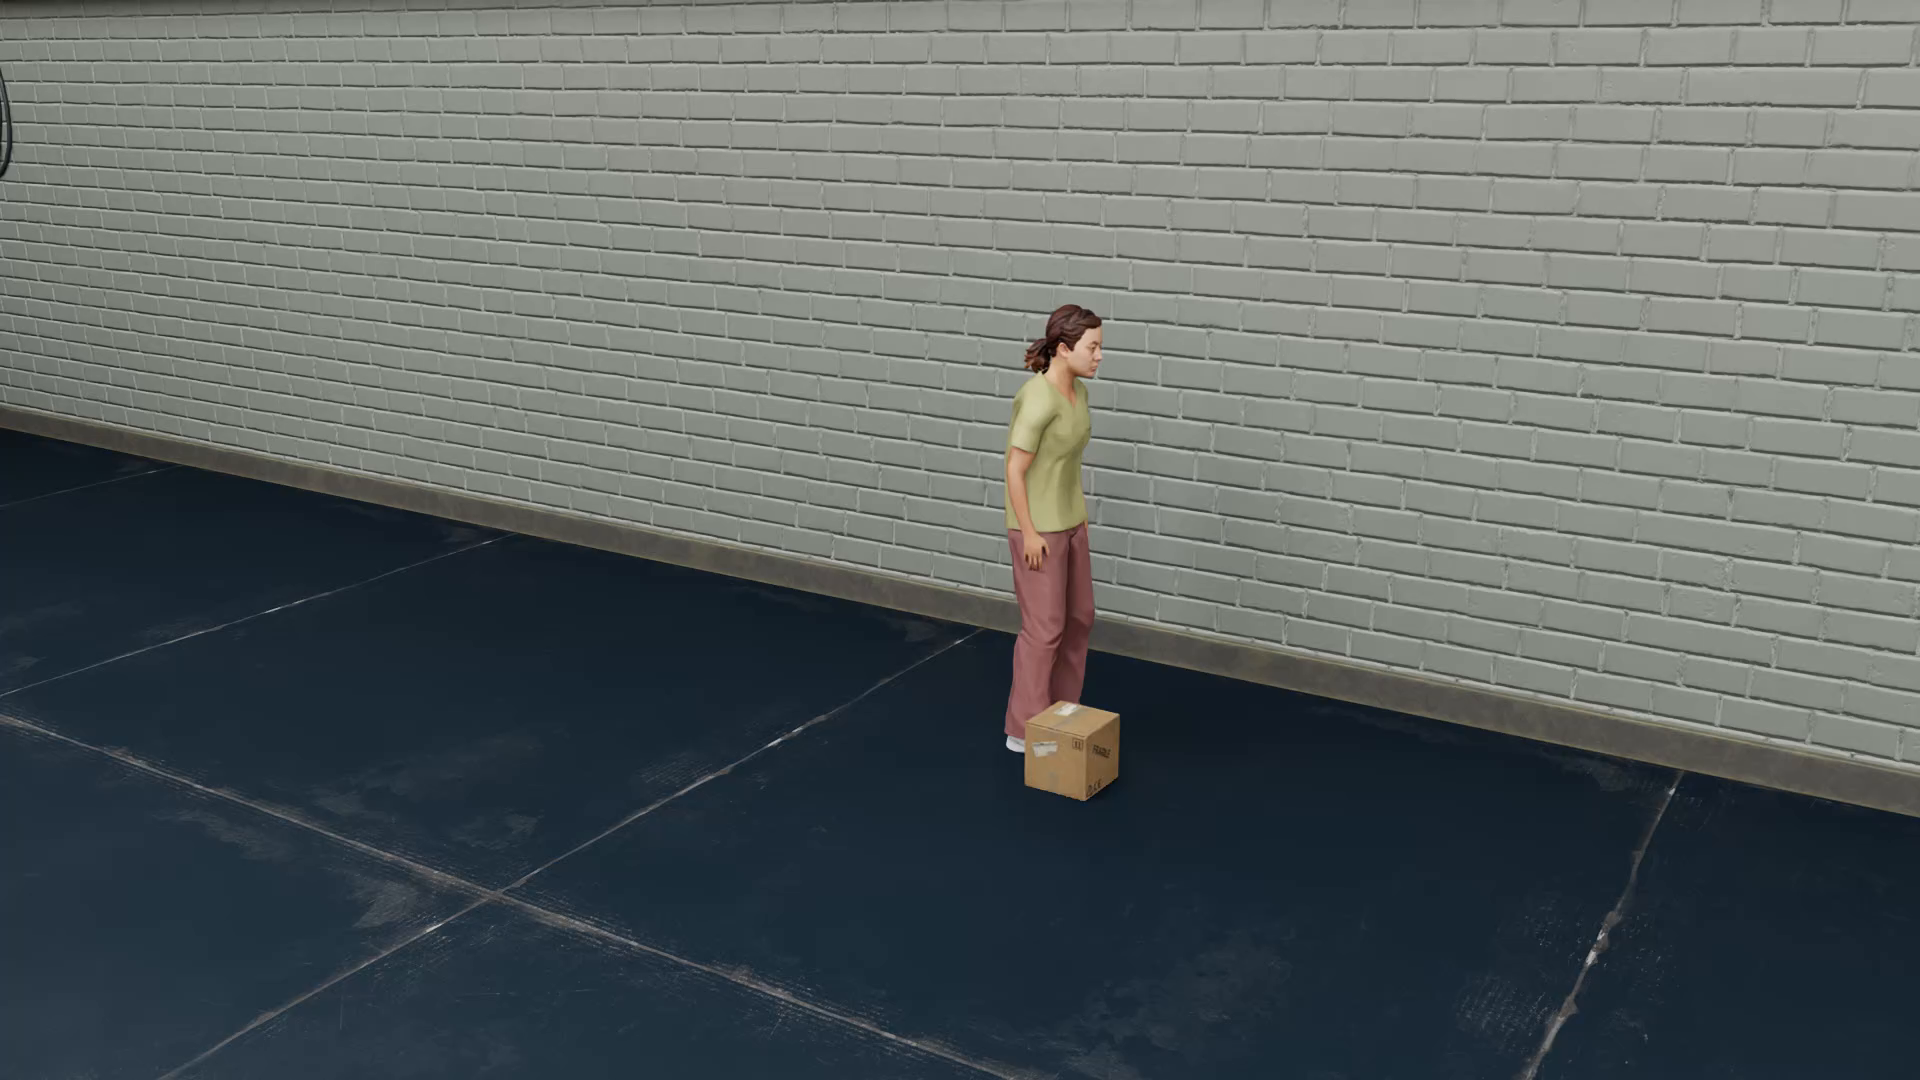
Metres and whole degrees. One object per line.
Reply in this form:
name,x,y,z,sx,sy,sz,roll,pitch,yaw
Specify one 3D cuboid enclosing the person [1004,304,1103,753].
person,0.355,-0.038,6.166,0.360,1.672,0.499,9,19,28
